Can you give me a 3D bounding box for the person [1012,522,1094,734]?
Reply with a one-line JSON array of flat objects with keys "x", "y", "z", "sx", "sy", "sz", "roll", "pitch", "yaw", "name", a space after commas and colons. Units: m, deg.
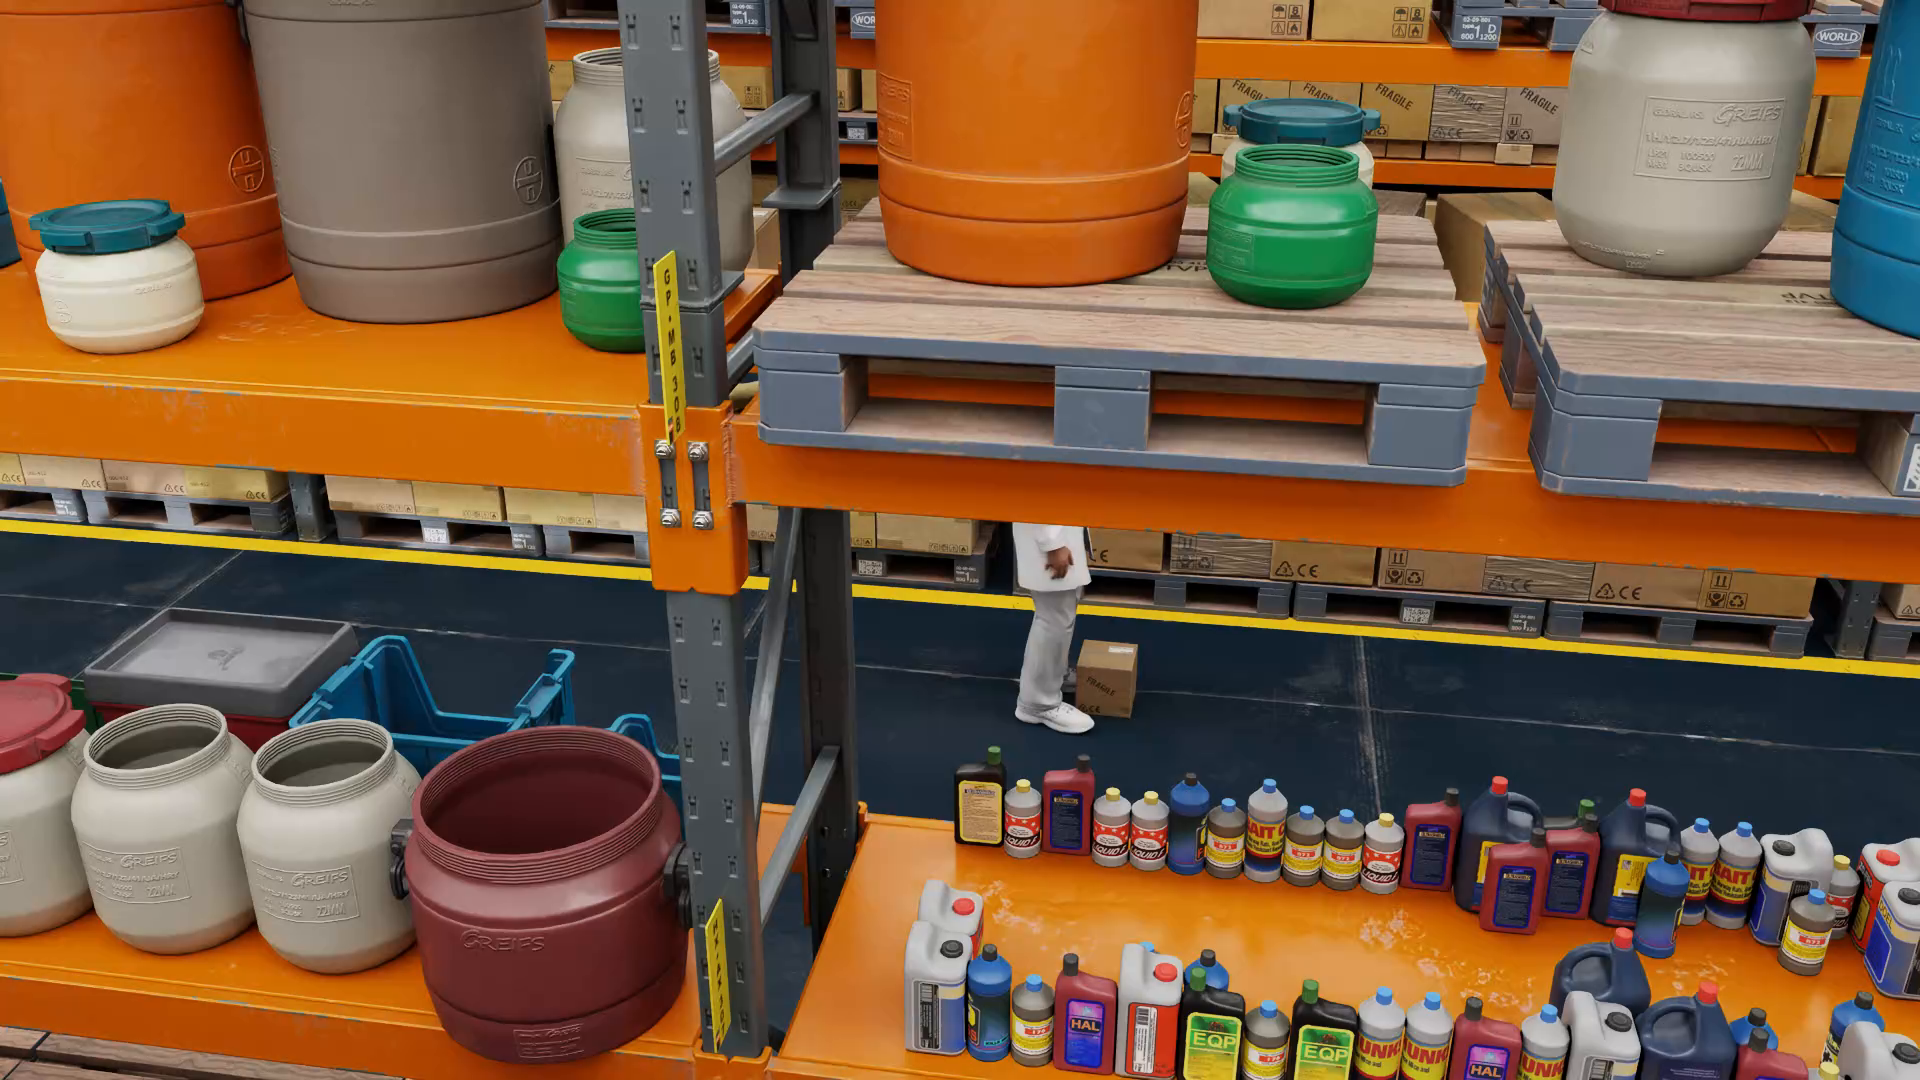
[{"x": 0.424, "y": -0.064, "z": 7.264, "sx": 0.428, "sy": 1.774, "sz": 0.644, "roll": 4, "pitch": 25, "yaw": 9, "name": "person"}]
